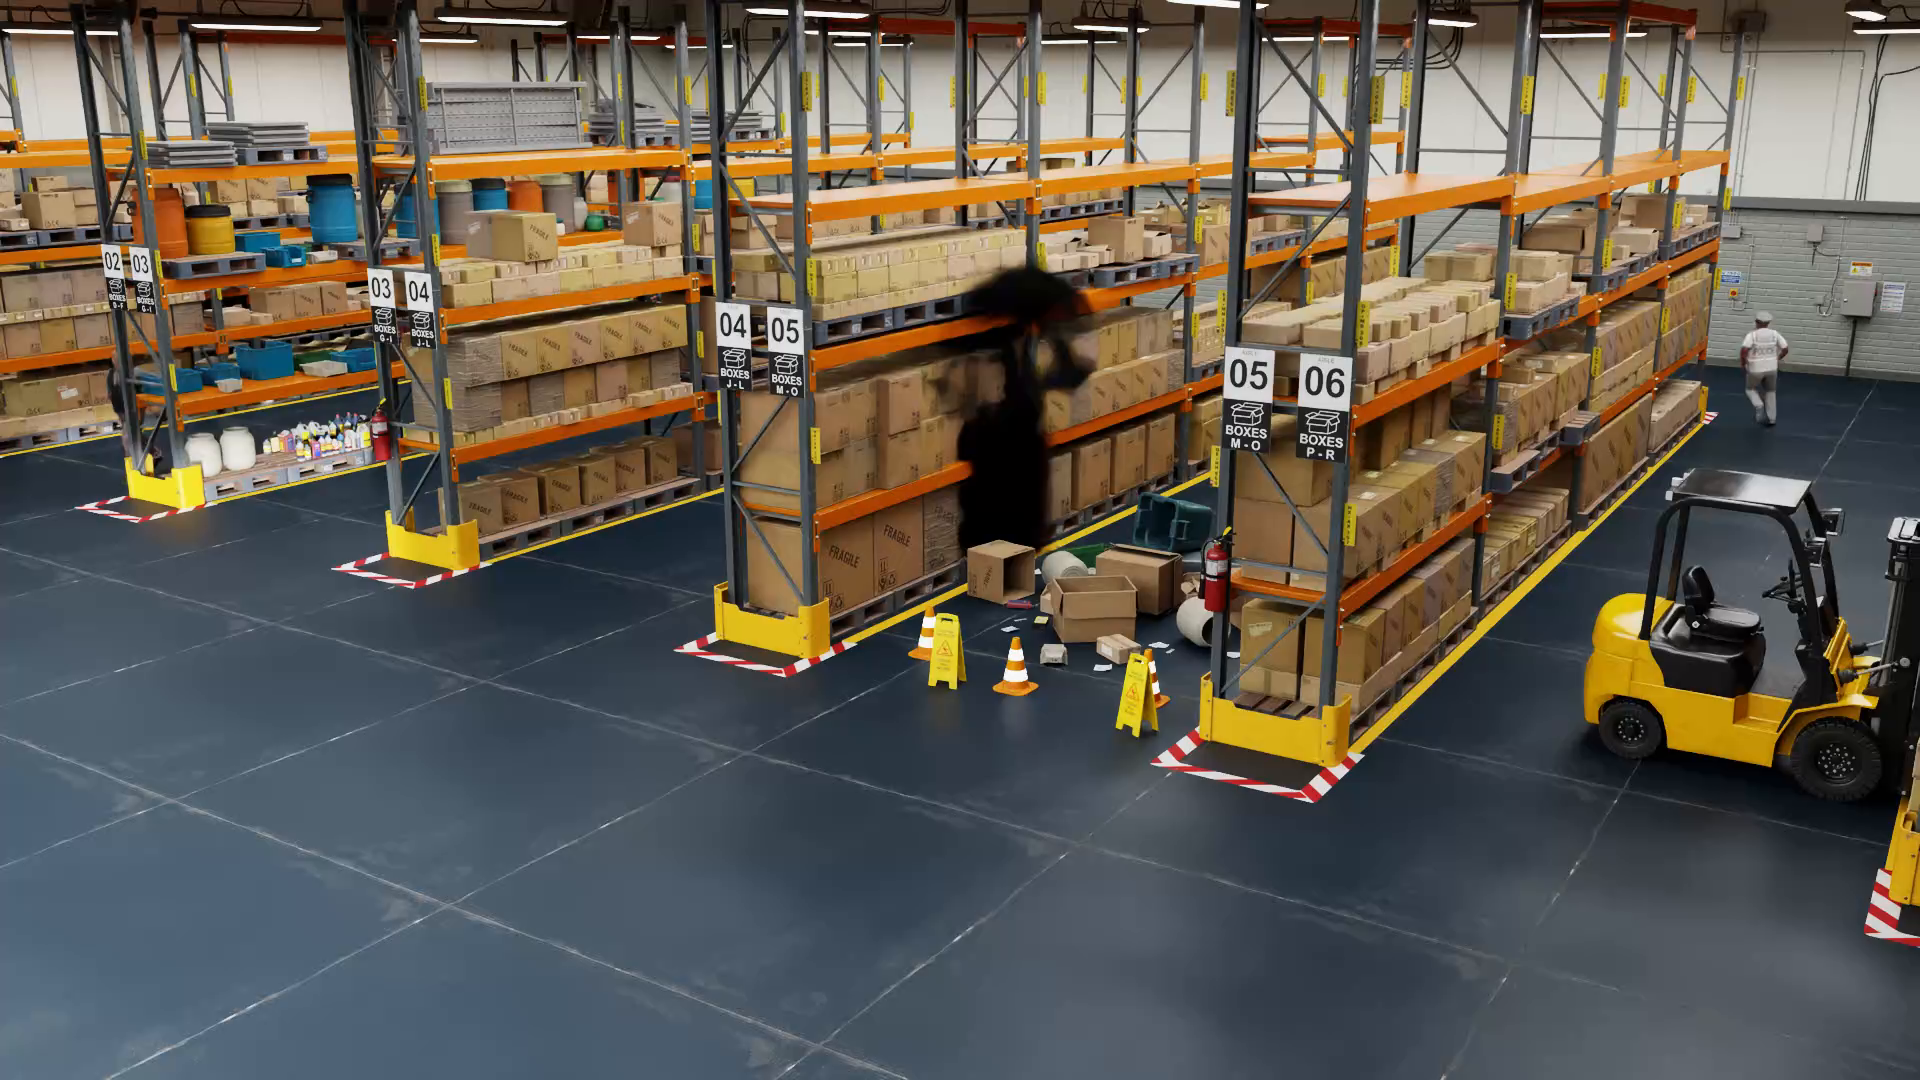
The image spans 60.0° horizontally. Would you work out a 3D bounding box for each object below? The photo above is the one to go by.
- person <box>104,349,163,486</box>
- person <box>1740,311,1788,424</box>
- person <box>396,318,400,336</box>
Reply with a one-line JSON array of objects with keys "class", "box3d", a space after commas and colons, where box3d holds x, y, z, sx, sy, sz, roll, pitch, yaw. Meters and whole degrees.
[{"class": "person", "box3d": [-10.949, -1.670, 21.998, 0.657, 1.770, 0.853, 6, 17, 21]}, {"class": "person", "box3d": [12.281, -2.649, 25.552, 0.717, 1.722, 0.536, 3, 16, 9]}, {"class": "person", "box3d": [-10.869, -4.433, 31.842, 0.732, 1.791, 0.925, 6, 17, 21]}]
